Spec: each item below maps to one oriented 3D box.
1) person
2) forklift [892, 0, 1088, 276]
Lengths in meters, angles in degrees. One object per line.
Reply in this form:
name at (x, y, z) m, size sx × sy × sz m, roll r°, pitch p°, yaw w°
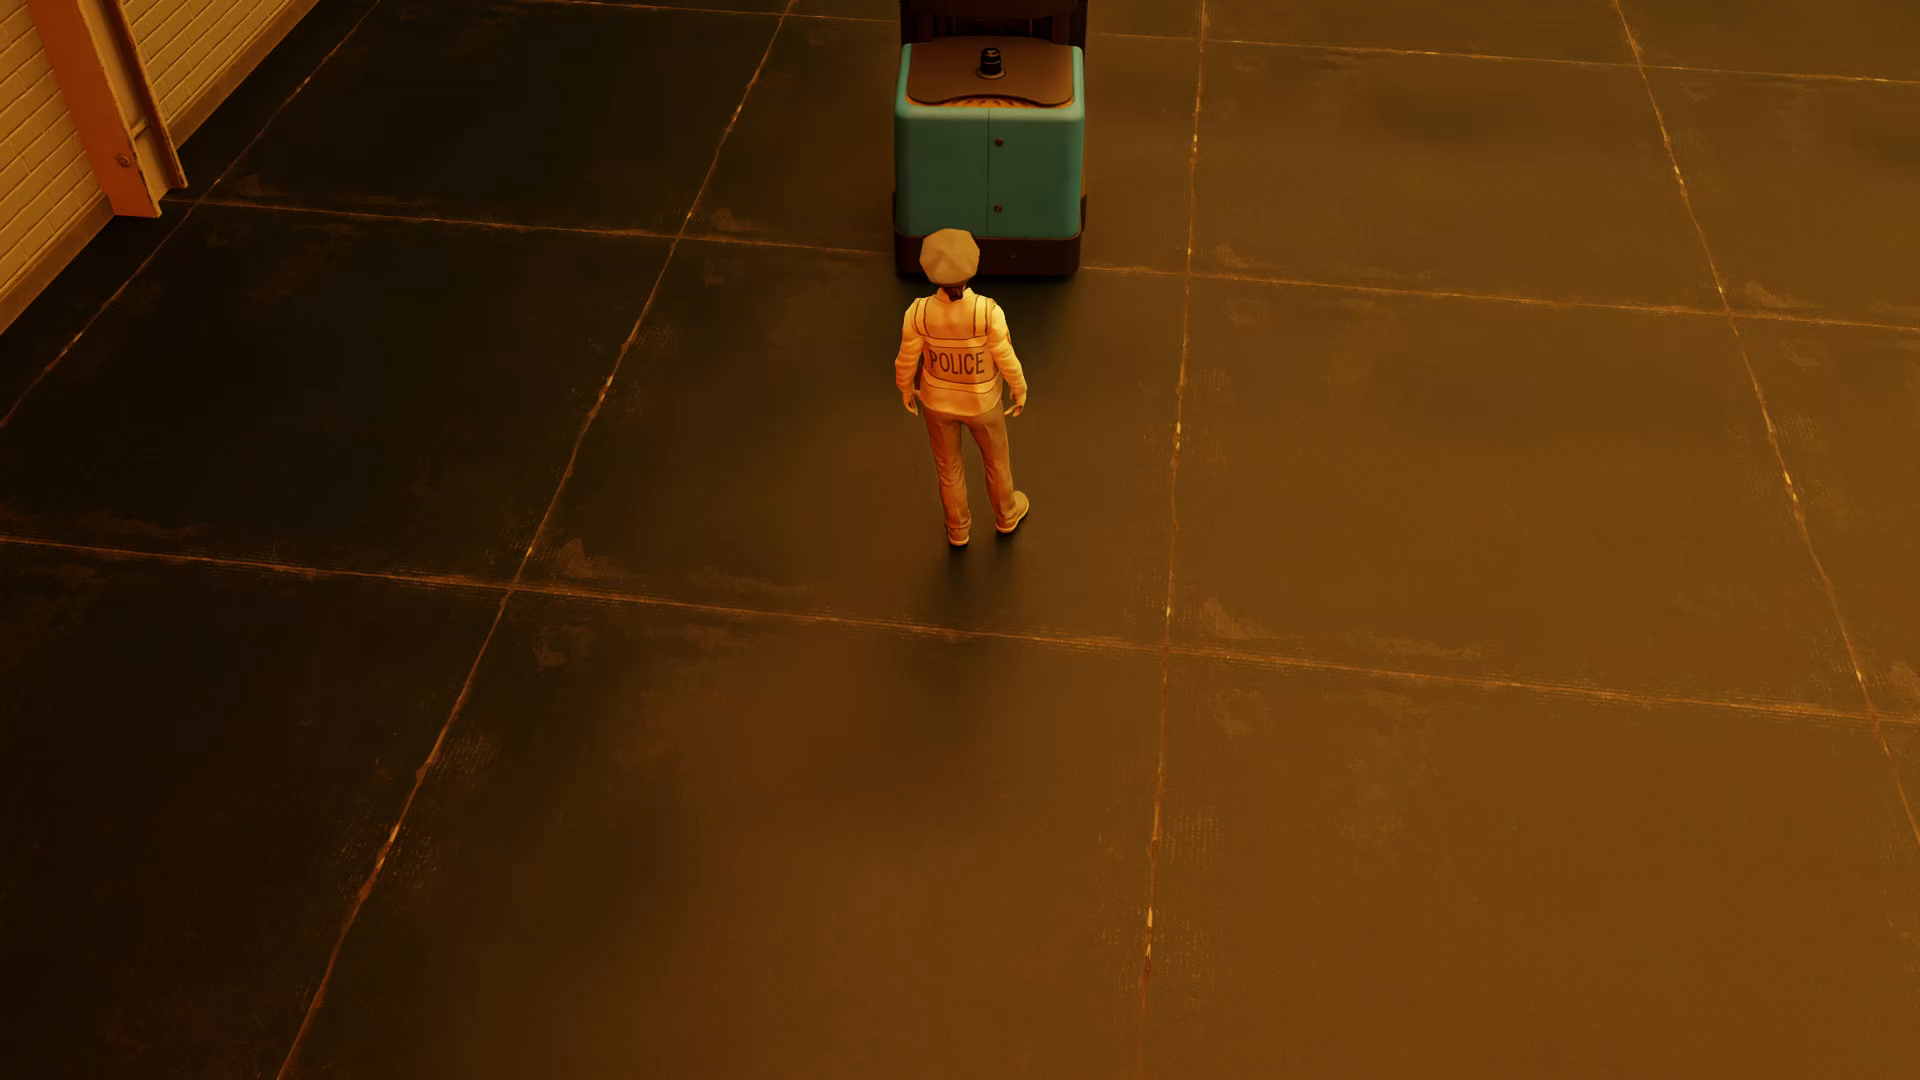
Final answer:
person at (0.015, -0.675, 7.362) m, size 0.587 × 1.695 × 0.531 m, roll 5°, pitch 43°, yaw 6°
forklift at (0.206, -3.553, 9.592) m, size 1.130 × 2.935 × 3.031 m, roll 1°, pitch 43°, yaw 2°
